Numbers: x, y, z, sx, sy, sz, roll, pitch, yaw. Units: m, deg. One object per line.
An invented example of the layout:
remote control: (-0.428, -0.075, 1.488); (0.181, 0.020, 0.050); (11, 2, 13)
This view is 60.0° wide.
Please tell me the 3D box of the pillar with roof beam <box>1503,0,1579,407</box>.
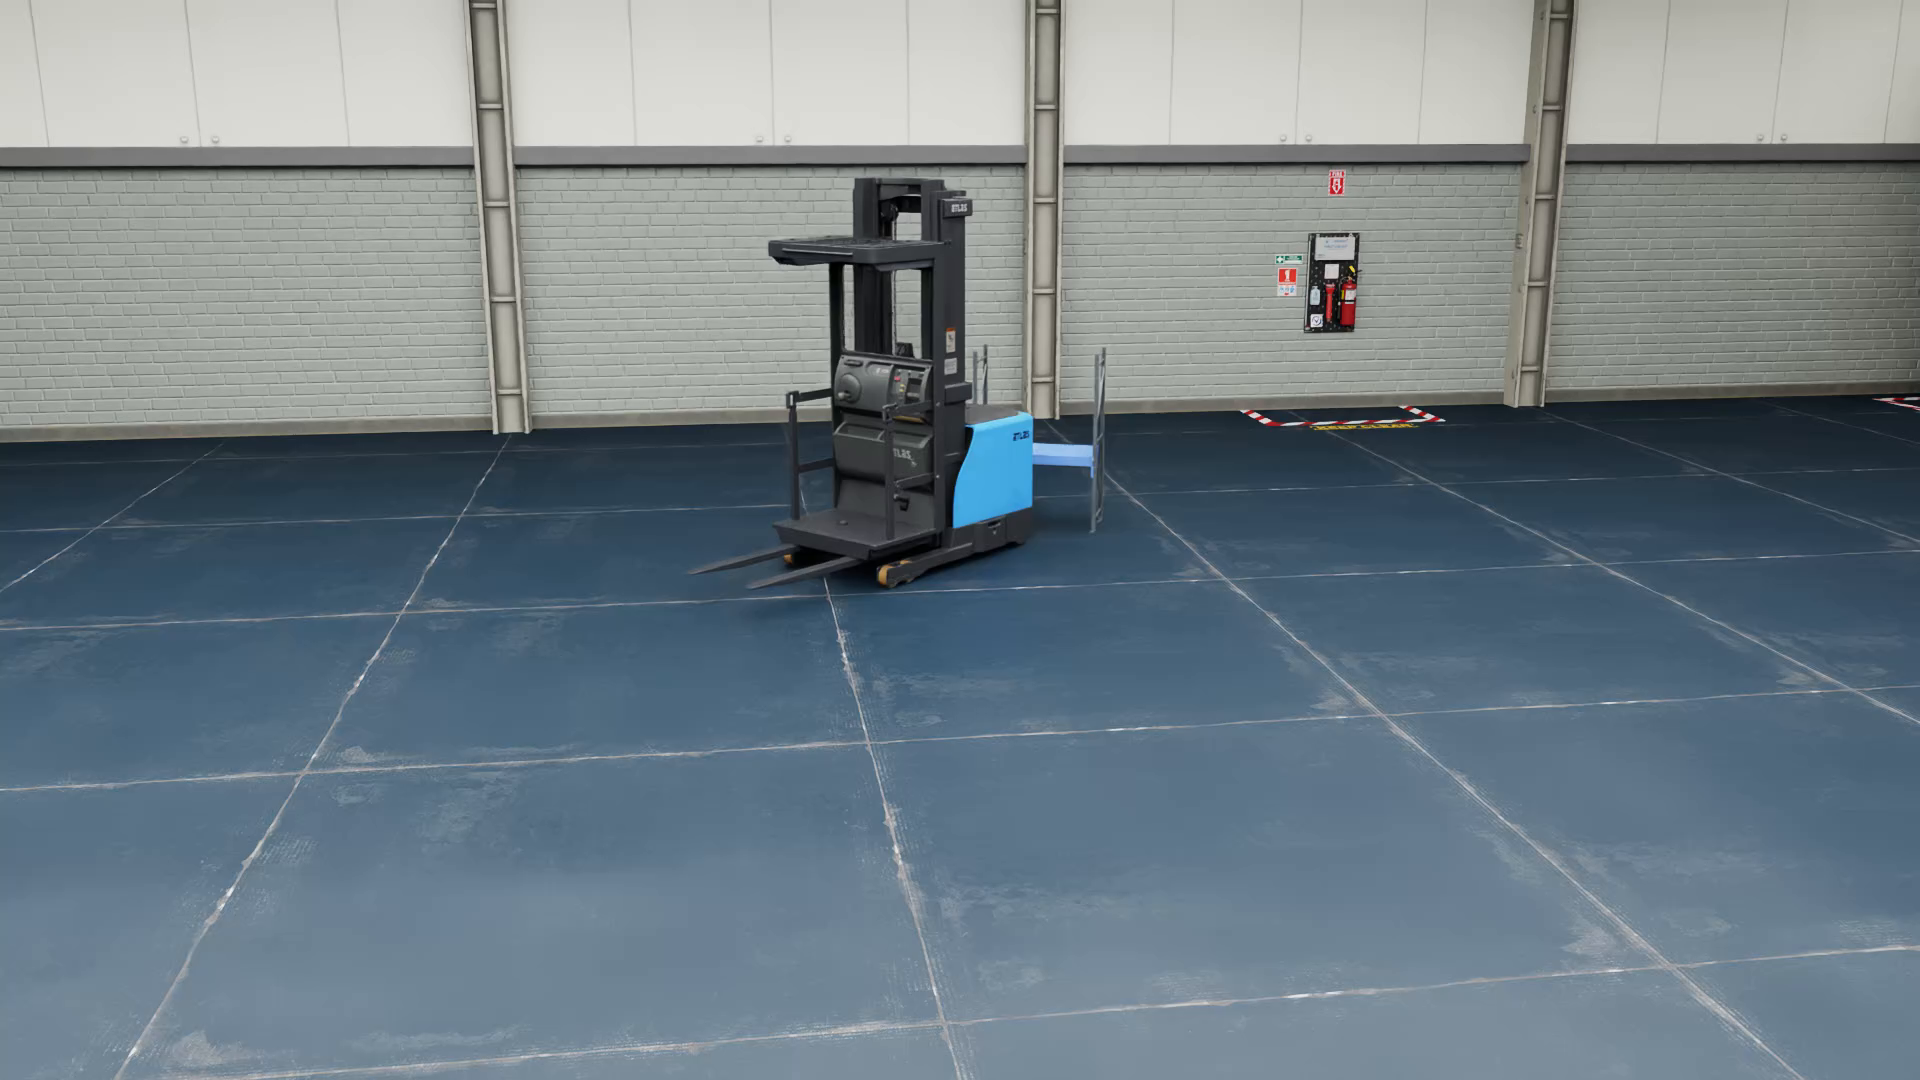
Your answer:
pillar with roof beam: (7.516, -4.979, 15.076); (0.400, 9.000, 9.100); (-2, 14, -8)

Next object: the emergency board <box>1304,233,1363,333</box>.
emergency board: (4.425, -3.024, 19.614); (0.643, 1.169, 0.194); (-2, 14, -8)

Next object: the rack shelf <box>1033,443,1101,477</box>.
rack shelf: (0.672, -0.696, 14.152); (1.000, 0.185, 0.538); (3, 14, 12)

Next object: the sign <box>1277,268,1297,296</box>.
sign: (3.863, -3.046, 19.629); (0.234, 0.329, 0.001); (-2, 14, -8)

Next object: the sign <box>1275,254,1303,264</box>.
sign: (3.869, -3.301, 19.556); (0.331, 0.109, 0.001); (-2, 14, -8)

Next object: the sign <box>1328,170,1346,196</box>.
sign: (4.402, -4.172, 19.427); (0.199, 0.298, 0.001); (-2, 14, -8)

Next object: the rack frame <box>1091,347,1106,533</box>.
rack frame: (1.169, -0.845, 14.007); (0.032, 1.500, 0.500); (3, 14, 12)

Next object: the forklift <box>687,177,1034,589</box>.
forklift: (-0.726, -1.206, 12.504); (1.130, 2.935, 3.031); (12, 18, 39)

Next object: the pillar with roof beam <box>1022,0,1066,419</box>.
pillar with roof beam: (1.583, -4.761, 14.209); (0.400, 9.000, 9.100); (-2, 14, -8)

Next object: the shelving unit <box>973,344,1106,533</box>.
shelving unit: (0.672, -0.870, 14.109); (1.048, 1.500, 0.538); (3, 14, 12)

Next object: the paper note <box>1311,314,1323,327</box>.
paper note: (4.240, -2.607, 19.762); (0.142, 0.148, 0.016); (-2, 14, -8)

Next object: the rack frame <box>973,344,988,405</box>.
rack frame: (0.174, -0.896, 14.210); (0.032, 1.500, 0.500); (3, 14, 12)

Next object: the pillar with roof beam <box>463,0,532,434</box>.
pillar with roof beam: (-4.350, -4.544, 13.342); (0.400, 9.000, 9.100); (-2, 14, -8)
